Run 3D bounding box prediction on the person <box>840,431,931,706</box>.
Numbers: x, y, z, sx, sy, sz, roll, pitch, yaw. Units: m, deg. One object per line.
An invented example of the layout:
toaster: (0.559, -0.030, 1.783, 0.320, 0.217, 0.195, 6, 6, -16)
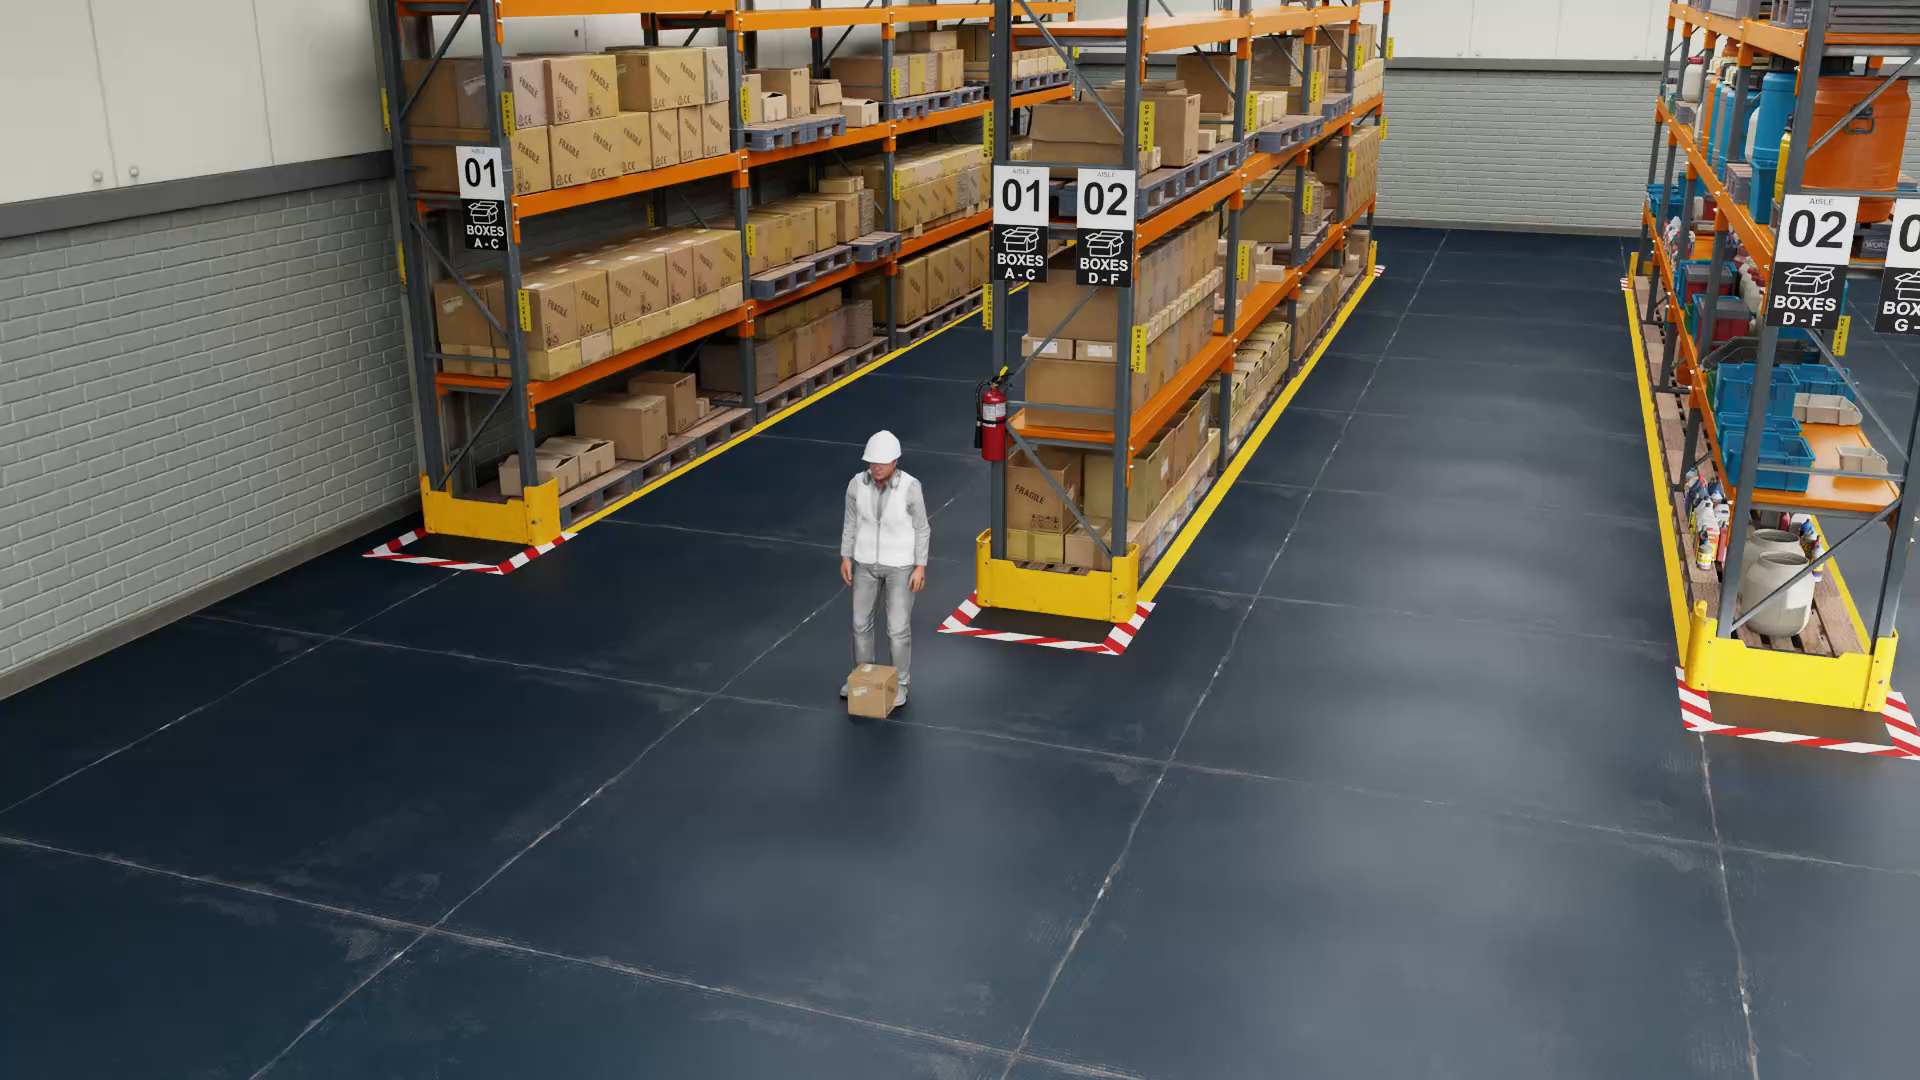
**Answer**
person: (-0.479, 0.156, 10.554, 0.583, 1.770, 0.474, 5, 19, 15)
